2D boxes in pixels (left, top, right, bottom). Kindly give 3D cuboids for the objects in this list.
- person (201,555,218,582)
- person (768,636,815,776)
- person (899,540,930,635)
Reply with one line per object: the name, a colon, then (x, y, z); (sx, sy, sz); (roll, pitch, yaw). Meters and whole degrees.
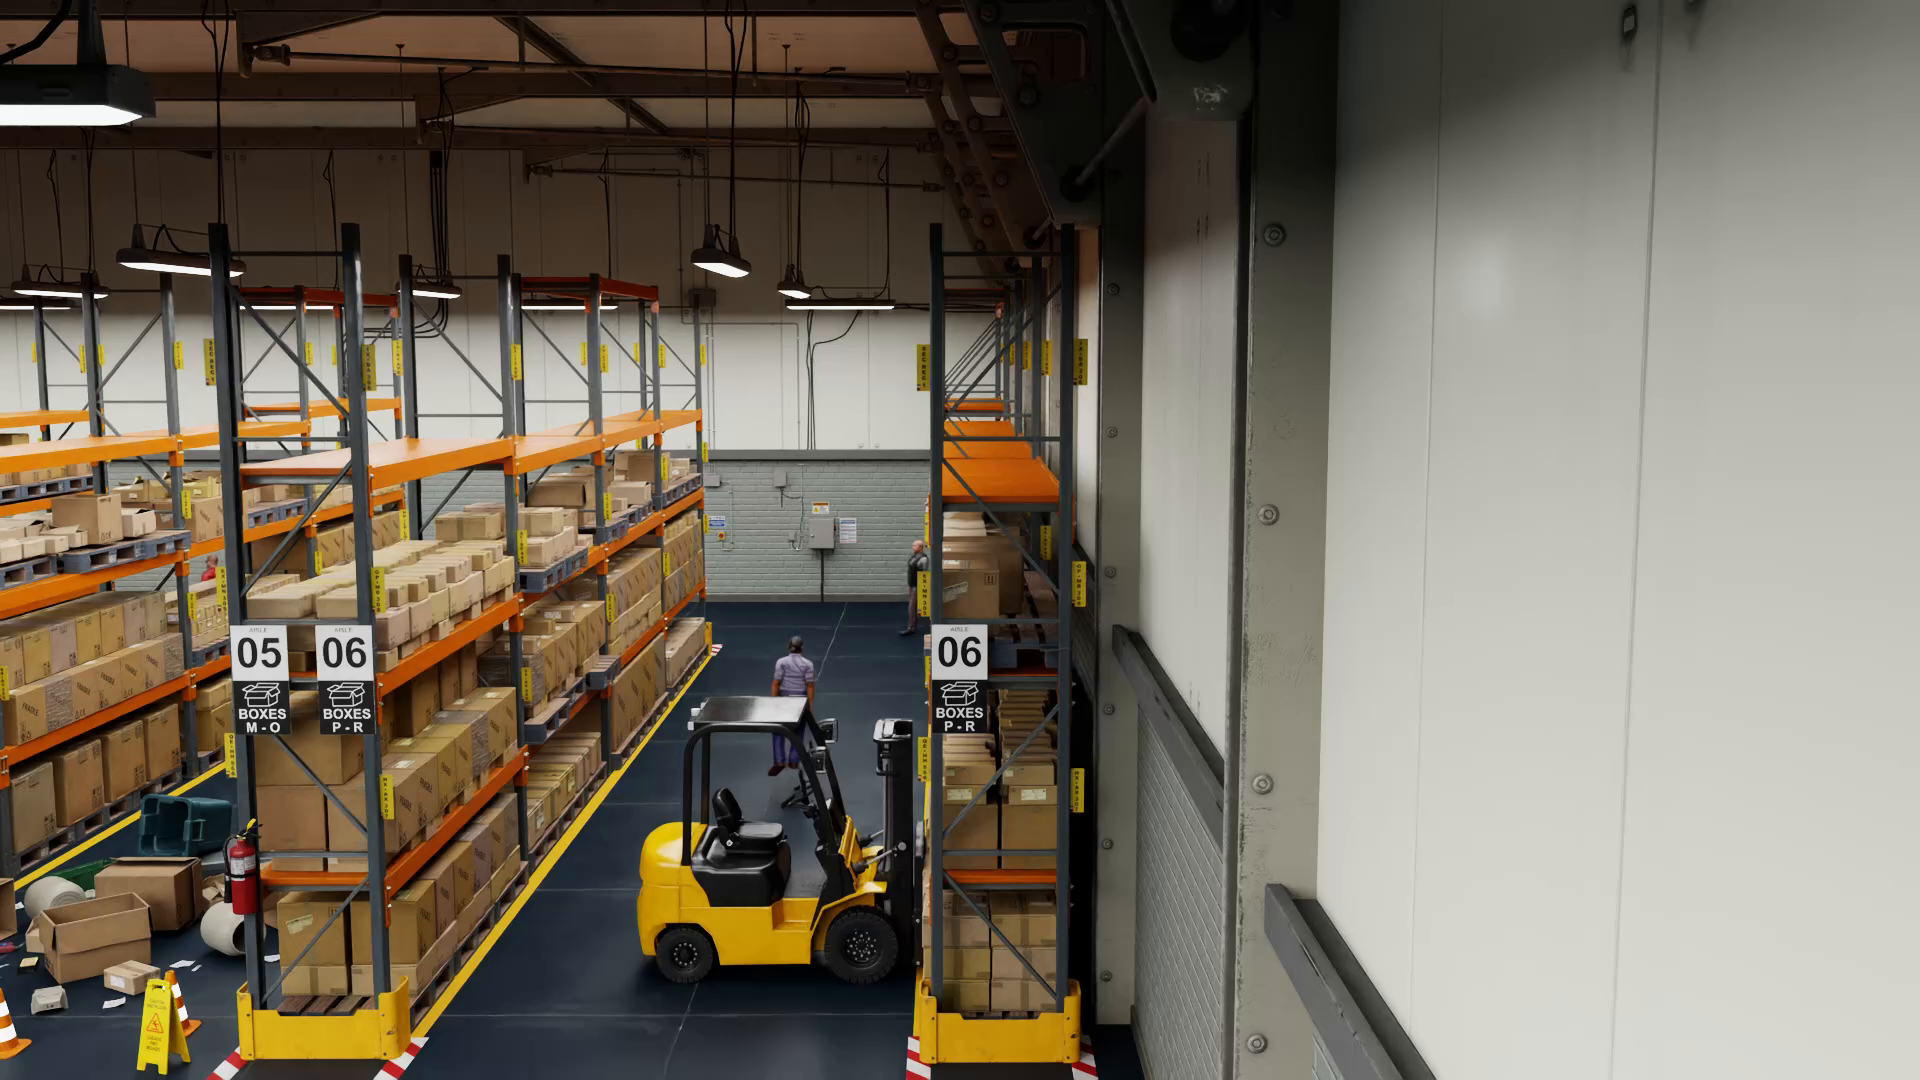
person: (-12.276, 1.105, 27.513); (0.471, 1.729, 0.583); (4, 8, 28)
person: (-1.953, 1.926, 19.268); (0.551, 1.646, 0.452); (0, 7, -3)
person: (-0.703, 0.845, 29.836); (0.860, 1.710, 0.540); (-3, 7, -21)
